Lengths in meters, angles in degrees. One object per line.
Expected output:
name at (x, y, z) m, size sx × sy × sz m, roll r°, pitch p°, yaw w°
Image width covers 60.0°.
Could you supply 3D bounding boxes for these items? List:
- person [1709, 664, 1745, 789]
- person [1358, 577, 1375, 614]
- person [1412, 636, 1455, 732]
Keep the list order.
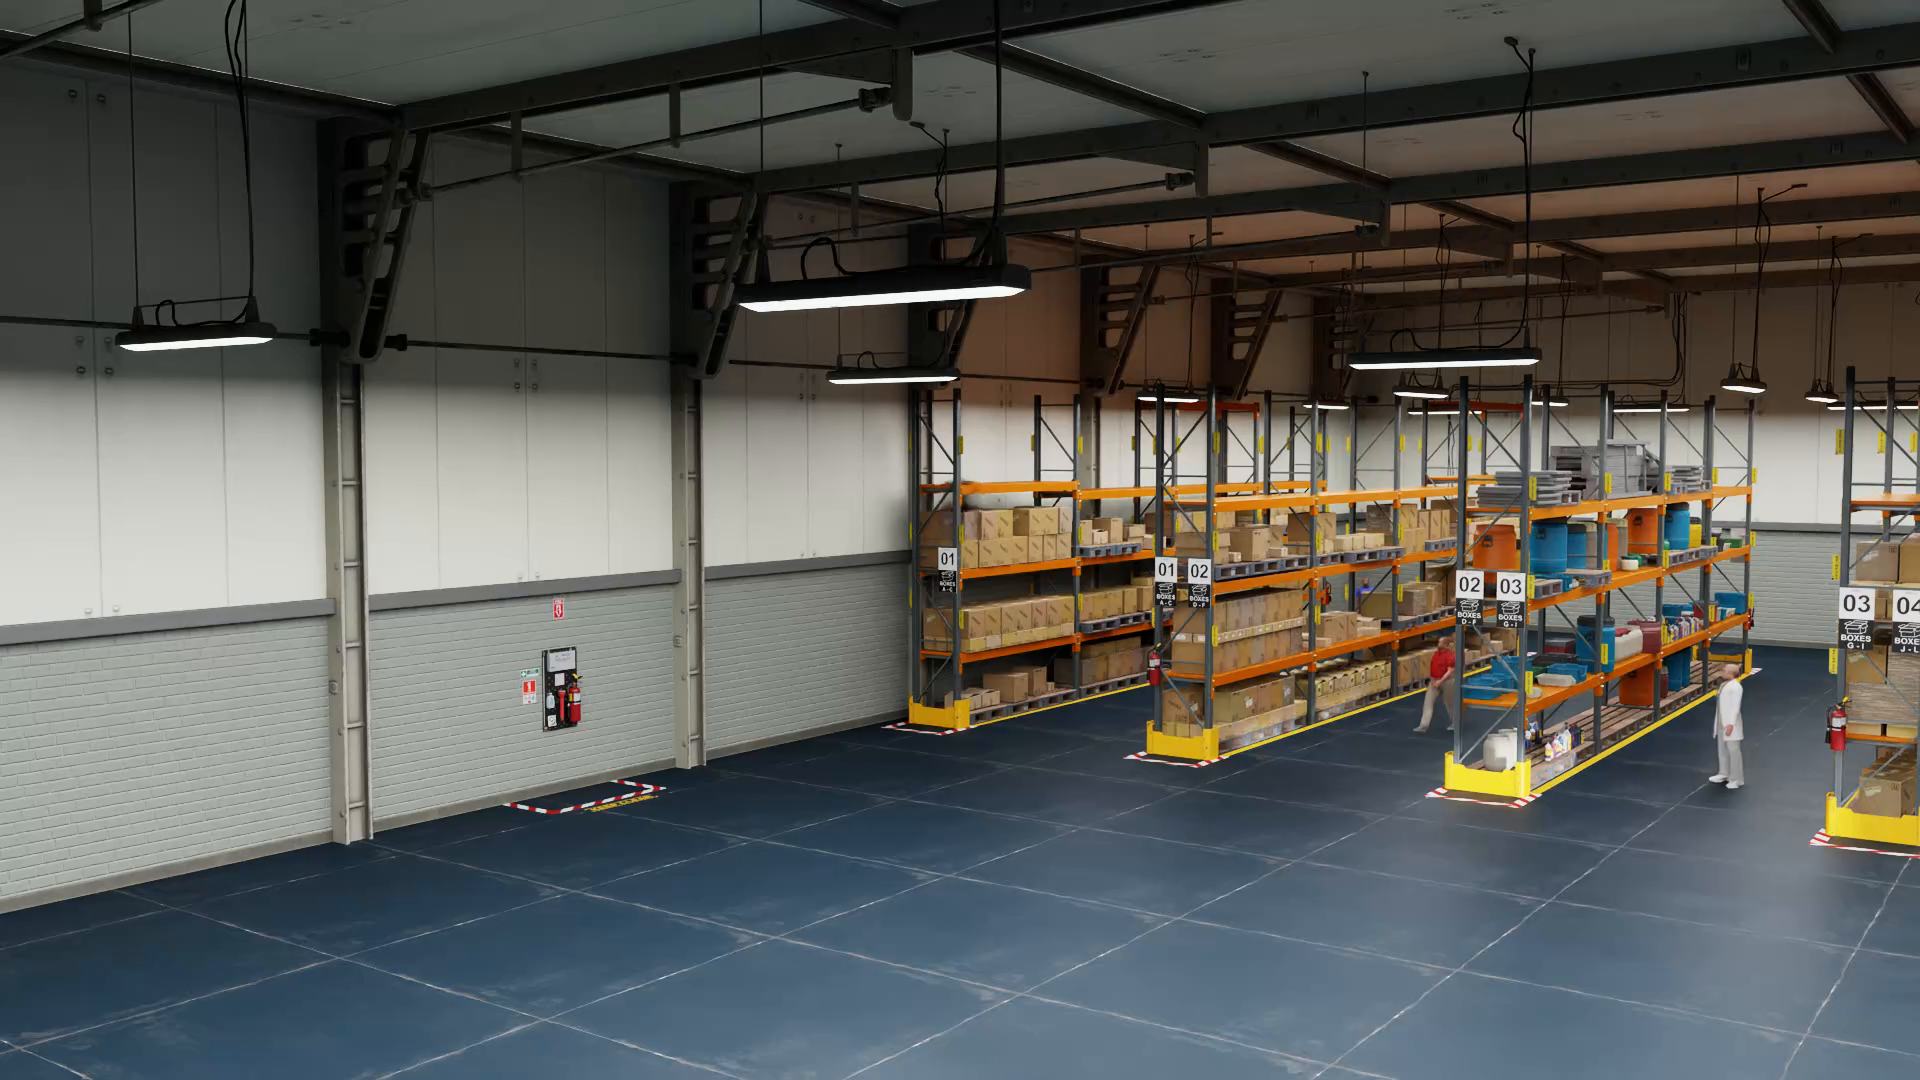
person at (11.335, 2.730, 24.502) m, size 0.409 × 1.817 × 0.590 m, roll -1°, pitch 3°, yaw -9°
person at (10.393, 1.756, 42.326) m, size 0.515 × 1.636 × 0.435 m, roll -1°, pitch 3°, yaw -15°
person at (8.320, 2.498, 28.770) m, size 1.067 × 1.660 × 0.506 m, roll -3°, pitch 4°, yaw -43°
